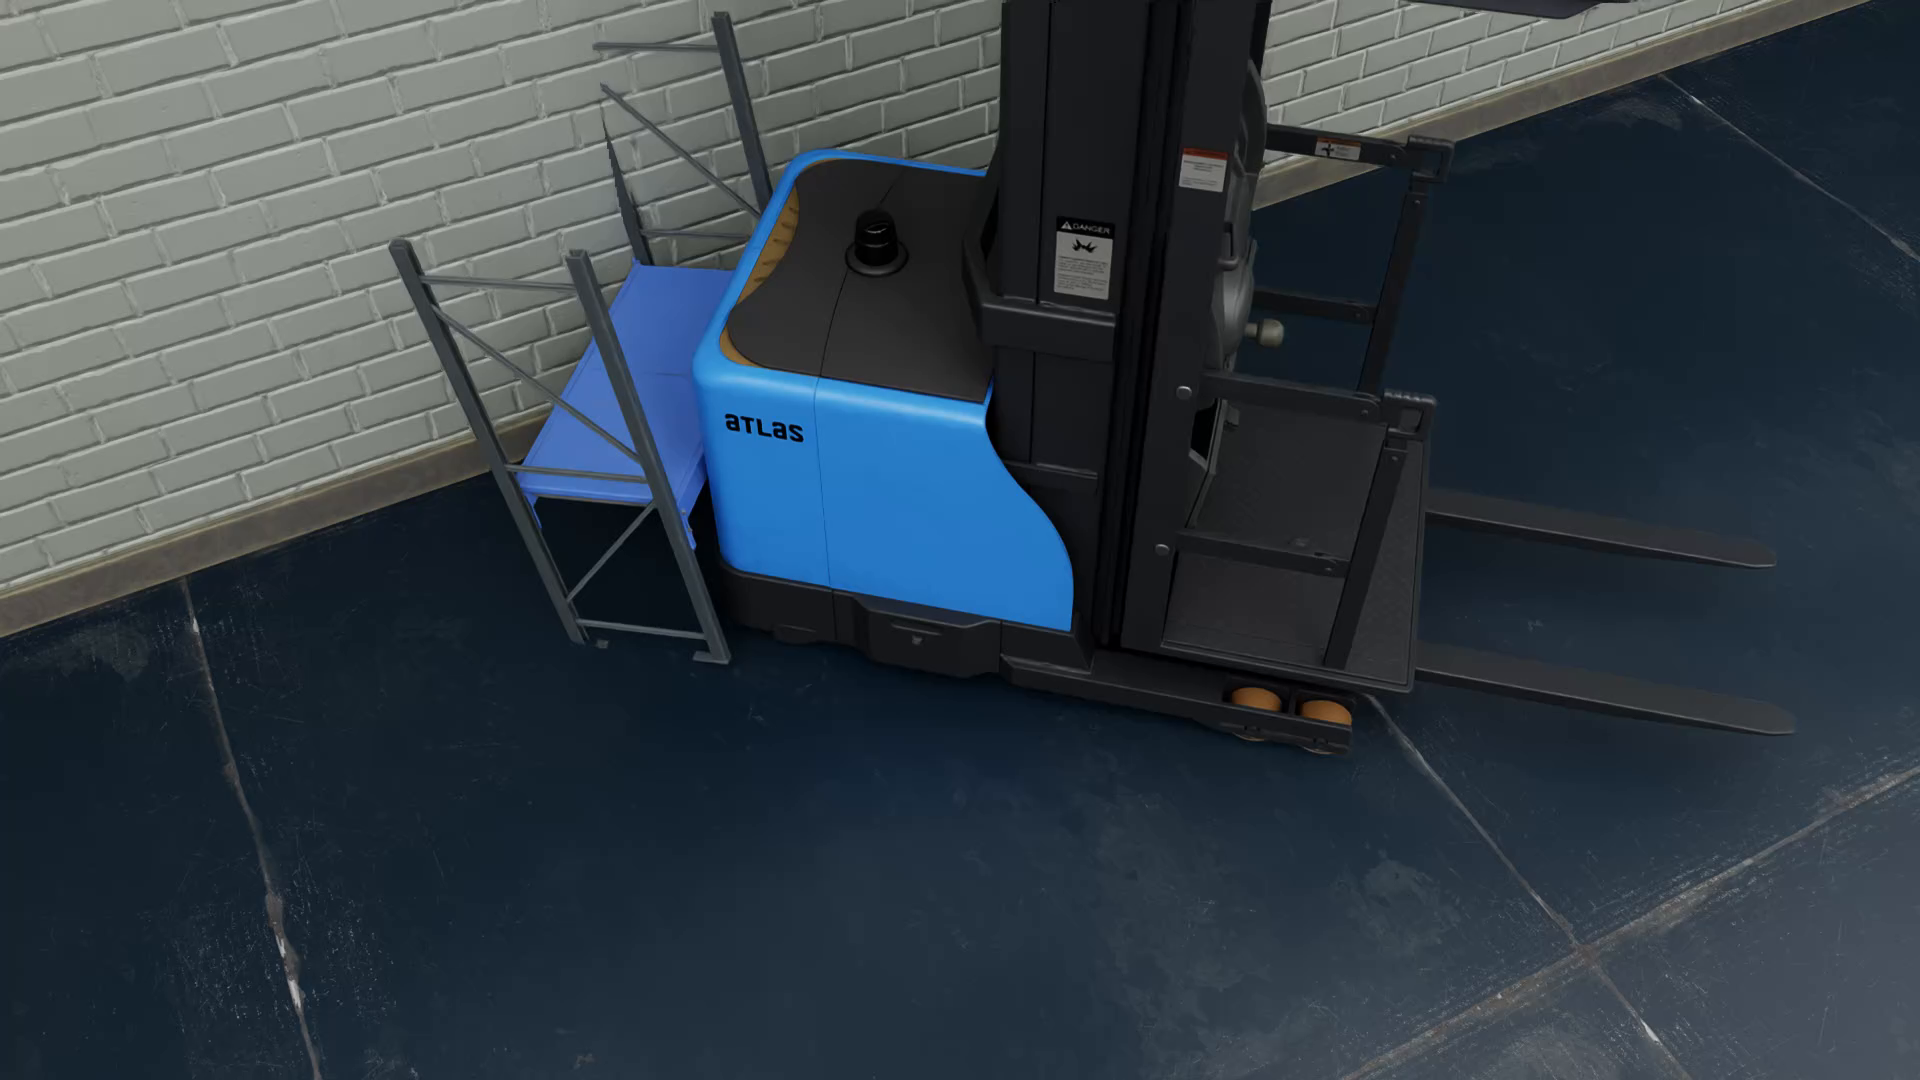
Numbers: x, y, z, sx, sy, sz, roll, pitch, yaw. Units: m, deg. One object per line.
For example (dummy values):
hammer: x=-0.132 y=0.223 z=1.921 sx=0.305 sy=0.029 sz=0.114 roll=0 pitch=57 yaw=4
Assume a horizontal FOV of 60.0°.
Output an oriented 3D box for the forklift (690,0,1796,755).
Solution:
forklift: x=0.864 y=-0.801 z=4.004 sx=3.031 sy=2.935 sz=1.130 roll=10 pitch=50 yaw=9

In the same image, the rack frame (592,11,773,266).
rack frame: x=-0.772 y=-0.920 z=5.039 sx=0.500 sy=1.500 sz=0.032 roll=6 pitch=49 yaw=14

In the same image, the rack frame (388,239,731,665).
rack frame: x=-1.007 y=-0.171 z=4.393 sx=0.500 sy=1.500 sz=0.032 roll=6 pitch=49 yaw=14

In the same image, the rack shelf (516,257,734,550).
rack shelf: x=-0.868 y=-0.425 z=4.848 sx=0.538 sy=0.185 sz=1.000 roll=6 pitch=49 yaw=14

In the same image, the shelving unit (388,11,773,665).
shelving unit: x=-0.890 y=-0.546 z=4.716 sx=0.538 sy=1.500 sz=1.048 roll=6 pitch=49 yaw=14
